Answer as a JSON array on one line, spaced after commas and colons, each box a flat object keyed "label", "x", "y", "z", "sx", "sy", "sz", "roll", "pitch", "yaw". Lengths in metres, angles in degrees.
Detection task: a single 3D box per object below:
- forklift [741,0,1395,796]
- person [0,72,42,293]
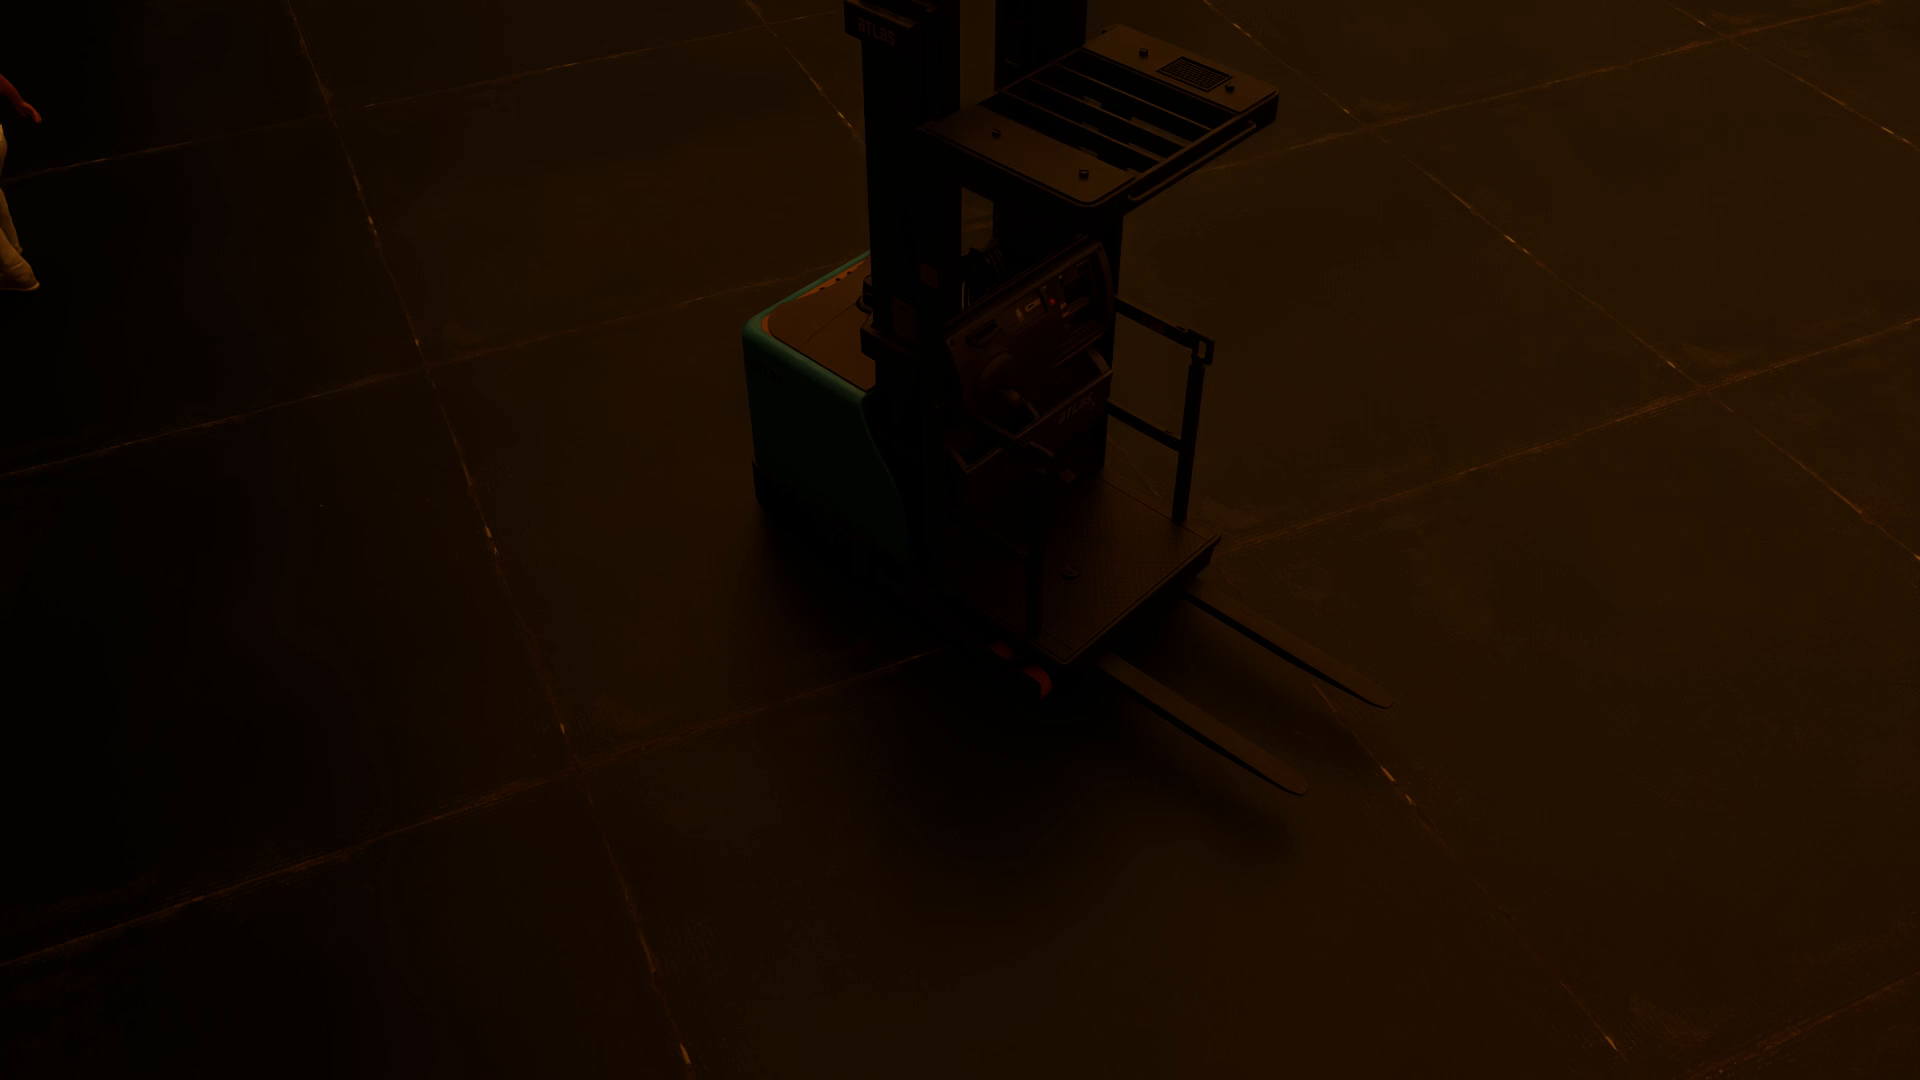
[{"label": "forklift", "x": 0.445, "y": -0.788, "z": 6.525, "sx": 3.031, "sy": 2.935, "sz": 1.130, "roll": 32, "pitch": 52, "yaw": 30}, {"label": "person", "x": -5.413, "y": -2.123, "z": 8.942, "sx": 0.629, "sy": 1.675, "sz": 0.924, "roll": 17, "pitch": 46, "yaw": 17}]
